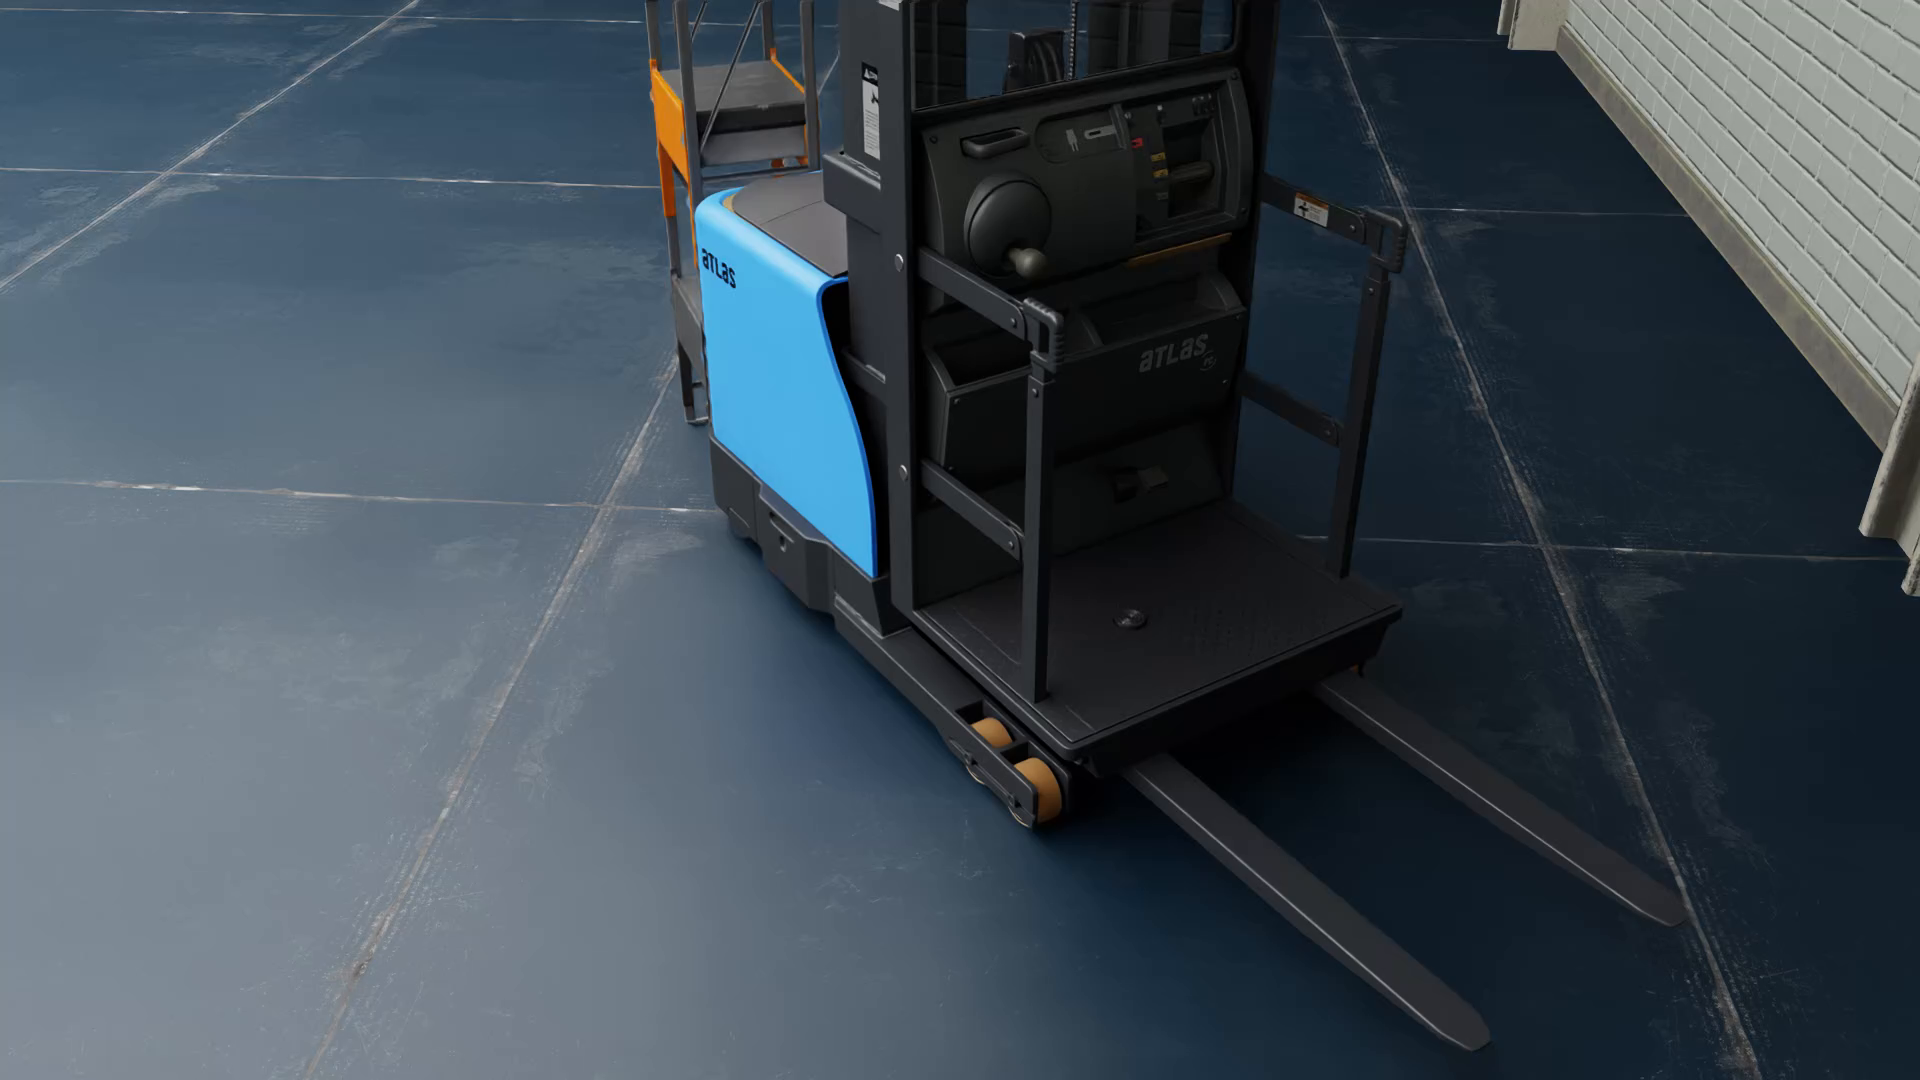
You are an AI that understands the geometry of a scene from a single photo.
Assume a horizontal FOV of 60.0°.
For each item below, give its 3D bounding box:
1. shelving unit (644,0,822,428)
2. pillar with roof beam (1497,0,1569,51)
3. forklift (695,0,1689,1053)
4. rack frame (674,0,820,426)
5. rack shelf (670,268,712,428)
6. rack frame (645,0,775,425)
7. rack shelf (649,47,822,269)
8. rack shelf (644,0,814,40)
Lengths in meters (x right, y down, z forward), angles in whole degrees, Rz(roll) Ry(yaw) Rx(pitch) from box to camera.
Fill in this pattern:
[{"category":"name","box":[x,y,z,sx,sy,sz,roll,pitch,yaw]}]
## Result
[{"category":"shelving unit","box":[-0.703,-1.223,5.233,0.431,2.100,0.503,-11,33,-17]},{"category":"pillar with roof beam","box":[-0.794,-7.083,8.166,9.100,9.000,0.400,2,32,4]},{"category":"forklift","box":[0.441,-0.827,3.798,1.130,2.935,3.031,-19,36,-28]},{"category":"rack frame","box":[-0.620,-1.103,5.038,0.400,2.100,0.015,-11,33,-17]},{"category":"rack shelf","box":[-0.703,-0.615,5.608,0.431,0.518,0.480,-11,33,-17]},{"category":"rack frame","box":[-0.787,-1.343,5.428,0.400,2.100,0.015,-11,33,-17]},{"category":"rack shelf","box":[-0.703,-1.211,5.240,0.431,0.518,0.480,-11,33,-17]},{"category":"rack shelf","box":[-0.703,-1.807,4.873,0.431,0.518,0.480,-11,33,-17]}]
